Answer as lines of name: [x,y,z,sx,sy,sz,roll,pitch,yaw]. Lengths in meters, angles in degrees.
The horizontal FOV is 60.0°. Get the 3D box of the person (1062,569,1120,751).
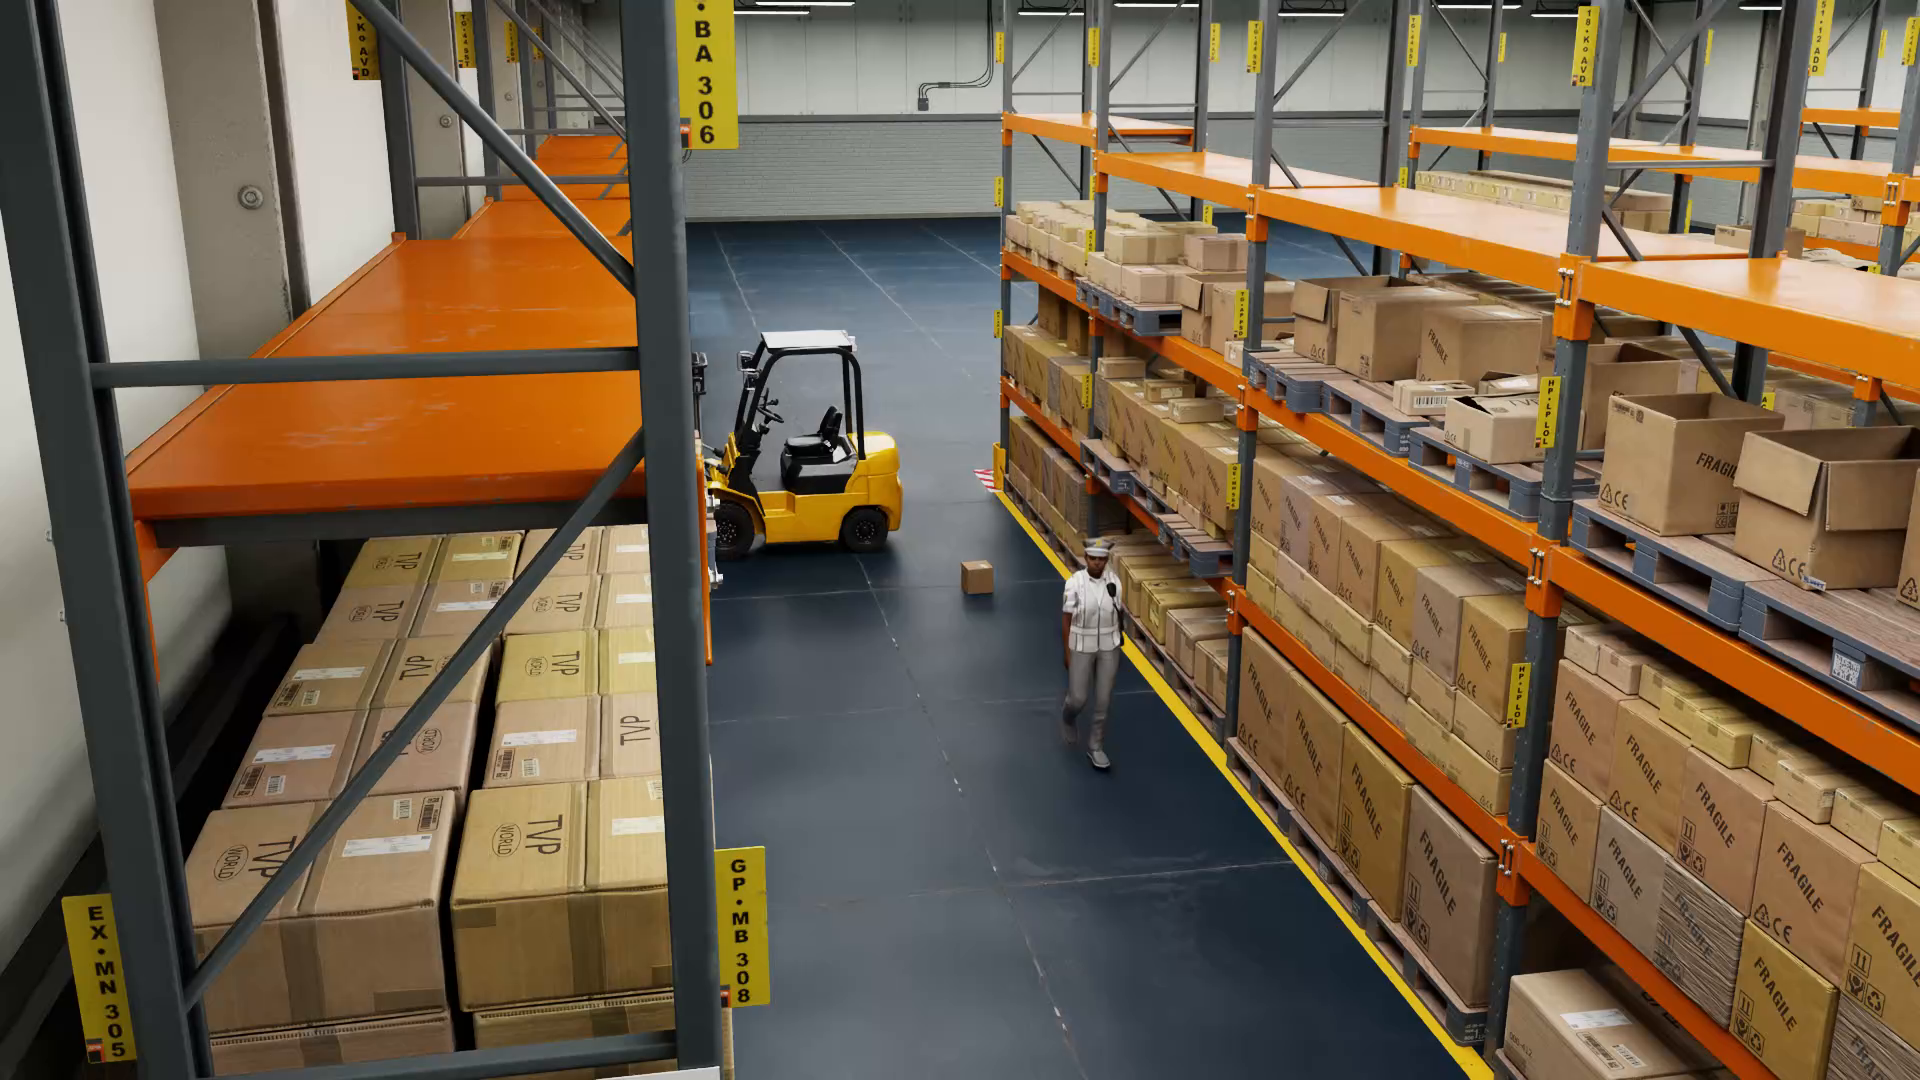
person: [0.950,0.868,12.002,0.390,1.347,0.446,-3,17,-9]
